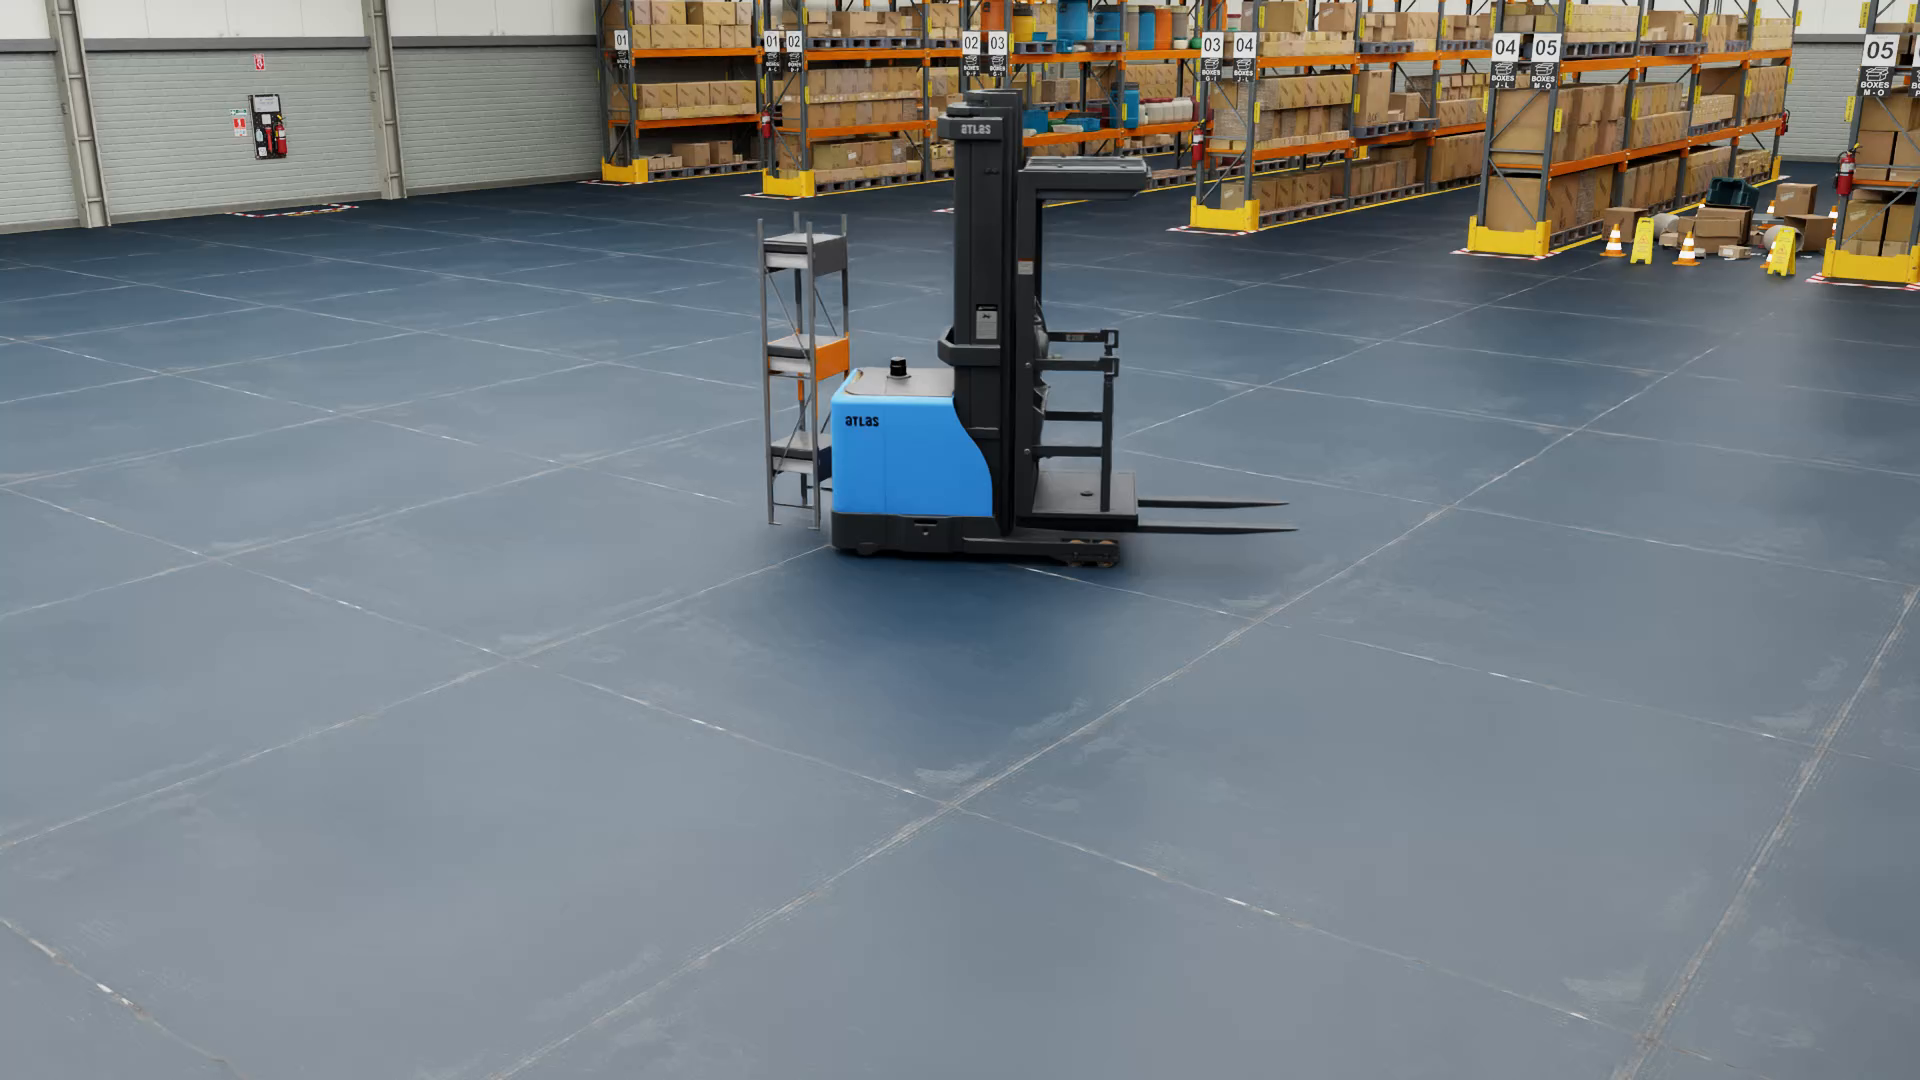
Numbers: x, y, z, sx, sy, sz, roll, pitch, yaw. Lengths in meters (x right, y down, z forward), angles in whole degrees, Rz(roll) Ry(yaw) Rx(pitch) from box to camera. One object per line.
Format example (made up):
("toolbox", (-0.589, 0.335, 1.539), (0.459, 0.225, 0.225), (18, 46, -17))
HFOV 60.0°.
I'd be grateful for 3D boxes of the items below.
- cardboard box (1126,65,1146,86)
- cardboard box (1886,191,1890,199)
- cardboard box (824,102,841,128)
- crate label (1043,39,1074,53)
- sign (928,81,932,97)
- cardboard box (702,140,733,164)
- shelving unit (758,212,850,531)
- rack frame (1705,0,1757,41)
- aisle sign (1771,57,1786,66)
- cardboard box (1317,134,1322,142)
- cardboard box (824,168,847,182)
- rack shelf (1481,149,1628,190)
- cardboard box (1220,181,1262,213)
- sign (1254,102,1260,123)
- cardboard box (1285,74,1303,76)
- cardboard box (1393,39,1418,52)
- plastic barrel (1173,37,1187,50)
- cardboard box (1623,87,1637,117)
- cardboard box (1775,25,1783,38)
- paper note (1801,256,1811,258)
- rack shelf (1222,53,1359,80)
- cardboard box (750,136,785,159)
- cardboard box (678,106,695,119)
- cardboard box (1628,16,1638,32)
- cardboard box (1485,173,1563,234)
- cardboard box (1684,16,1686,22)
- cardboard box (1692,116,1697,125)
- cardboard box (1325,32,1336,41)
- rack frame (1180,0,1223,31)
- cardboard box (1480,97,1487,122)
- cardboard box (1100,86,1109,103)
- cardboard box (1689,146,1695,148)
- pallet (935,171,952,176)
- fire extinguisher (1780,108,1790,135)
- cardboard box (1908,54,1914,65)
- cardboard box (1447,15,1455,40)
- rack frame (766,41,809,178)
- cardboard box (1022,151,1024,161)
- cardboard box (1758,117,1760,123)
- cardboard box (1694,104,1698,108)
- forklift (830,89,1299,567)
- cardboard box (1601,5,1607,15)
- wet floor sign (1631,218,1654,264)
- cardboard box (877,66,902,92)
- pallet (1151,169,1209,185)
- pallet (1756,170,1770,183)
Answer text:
("cardboard box", (4.477, -12.071, 43.203), (0.500, 0.500, 0.500), (12, 21, 33))
("cardboard box", (13.011, -4.951, 23.698), (0.380, 0.149, 0.250), (13, 21, 36))
("cardboard box", (-2.889, -8.785, 34.306), (0.700, 0.500, 0.500), (13, 22, 36))
("crate label", (1.870, -9.375, 31.568), (0.502, 0.251, 0.408), (12, 21, 35))
("sign", (-0.657, -9.809, 36.178), (0.100, 0.325, 0.005), (12, 21, 35))
("cardboard box", (-5.670, -9.092, 38.935), (0.500, 0.500, 0.500), (11, 20, 31))
("shelving unit", (-1.052, -1.160, 11.438), (0.431, 2.100, 0.503), (7, 19, 23))
("rack frame", (15.540, -11.574, 33.339), (1.000, 3.000, 0.127), (12, 21, 35))
("aisle sign", (18.208, -10.867, 36.797), (0.394, 0.787, 0.004), (12, 21, 35))
("cardboard box", (6.290, -7.258, 29.982), (0.380, 0.149, 0.250), (12, 21, 35))
("cardboard box", (-2.693, -7.598, 34.581), (0.500, 0.250, 0.500), (12, 21, 35))
("rack shelf", (9.582, -5.983, 26.666), (1.077, 0.370, 4.000), (12, 21, 35))
("cardboard box", (4.853, -5.903, 28.703), (0.500, 0.500, 0.500), (-15, 23, -40))
("sign", (4.903, -7.068, 27.488), (0.100, 0.325, 0.005), (12, 21, 35))
("cardboard box", (6.081, -8.189, 30.201), (0.500, 0.500, 0.500), (12, 21, 35))
("cardboard box", (8.561, -9.621, 32.362), (0.500, 0.250, 0.500), (13, 22, 36))
("plastic barrel", (4.686, -10.554, 35.347), (0.301, 0.262, 0.301), (0, 17, 0))
("cardboard box", (11.065, -7.448, 28.314), (0.700, 0.500, 0.500), (12, 21, 34))
("cardboard box", (17.242, -10.863, 35.518), (0.500, 0.250, 0.500), (13, 21, 35))
("paper note", (12.653, -4.237, 24.837), (0.142, 0.019, 0.148), (5, 18, 16))
("rack shelf", (5.659, -8.316, 29.121), (1.077, 0.370, 4.000), (12, 21, 35))
("cardboard box", (-4.659, -9.524, 40.328), (0.700, 0.500, 0.500), (13, 22, 37))
("cardboard box", (-6.315, -9.621, 37.387), (0.500, 0.250, 0.500), (12, 21, 34))
("cardboard box", (10.686, -8.392, 27.026), (0.500, 0.250, 0.500), (12, 21, 34))
("cardboard box", (8.741, -5.209, 25.836), (0.875, 0.875, 0.875), (13, 21, 35))
("cardboard box", (13.483, -9.869, 31.448), (0.396, 0.266, 0.258), (12, 21, 35))
("cardboard box", (13.746, -7.971, 31.570), (0.380, 0.149, 0.250), (14, 22, 37))
("cardboard box", (6.432, -8.934, 29.477), (0.380, 0.149, 0.250), (12, 21, 33))
("rack frame", (5.256, -12.397, 35.990), (1.000, 3.000, 0.127), (12, 21, 35))
("cardboard box", (11.257, -9.381, 36.224), (0.500, 0.500, 0.500), (13, 22, 36))
("cardboard box", (3.755, -11.573, 43.283), (0.500, 0.500, 0.500), (13, 21, 36))
("cardboard box", (14.572, -7.817, 33.600), (0.500, 0.250, 0.500), (13, 22, 36))
("pallet", (0.031, -8.598, 38.573), (1.003, 0.211, 1.213), (12, 21, 35))
("fire extinguisher", (18.444, -9.425, 37.294), (0.296, 0.674, 0.183), (12, 21, 35))
("cardboard box", (12.926, -6.618, 22.862), (0.380, 0.149, 0.250), (13, 21, 35))
("cardboard box", (9.983, -10.716, 34.760), (0.500, 0.500, 0.500), (14, 22, 38))
("rack frame", (-3.487, -8.502, 33.565), (1.000, 3.000, 0.127), (12, 21, 35))
("cardboard box", (1.162, -9.127, 39.504), (0.500, 0.250, 0.500), (13, 21, 36))
("cardboard box", (16.973, -9.056, 35.773), (0.380, 0.149, 0.250), (13, 21, 36))
("cardboard box", (13.746, -8.261, 31.500), (0.380, 0.149, 0.250), (12, 21, 33))
("forklift", (0.704, -1.392, 10.786), (3.031, 2.935, 1.130), (2, 17, 5))
("cardboard box", (9.755, -8.179, 25.668), (0.380, 0.149, 0.250), (13, 21, 35))
("wet floor sign", (9.963, -4.369, 24.225), (0.267, 0.644, 0.232), (8, 19, 25))
("cardboard box", (-1.663, -9.895, 35.693), (0.700, 0.500, 0.500), (12, 21, 35))
("pallet", (4.763, -8.022, 36.721), (1.003, 0.211, 1.213), (12, 21, 35))
("pallet", (17.366, -8.124, 37.049), (1.003, 0.211, 1.213), (12, 21, 35))
